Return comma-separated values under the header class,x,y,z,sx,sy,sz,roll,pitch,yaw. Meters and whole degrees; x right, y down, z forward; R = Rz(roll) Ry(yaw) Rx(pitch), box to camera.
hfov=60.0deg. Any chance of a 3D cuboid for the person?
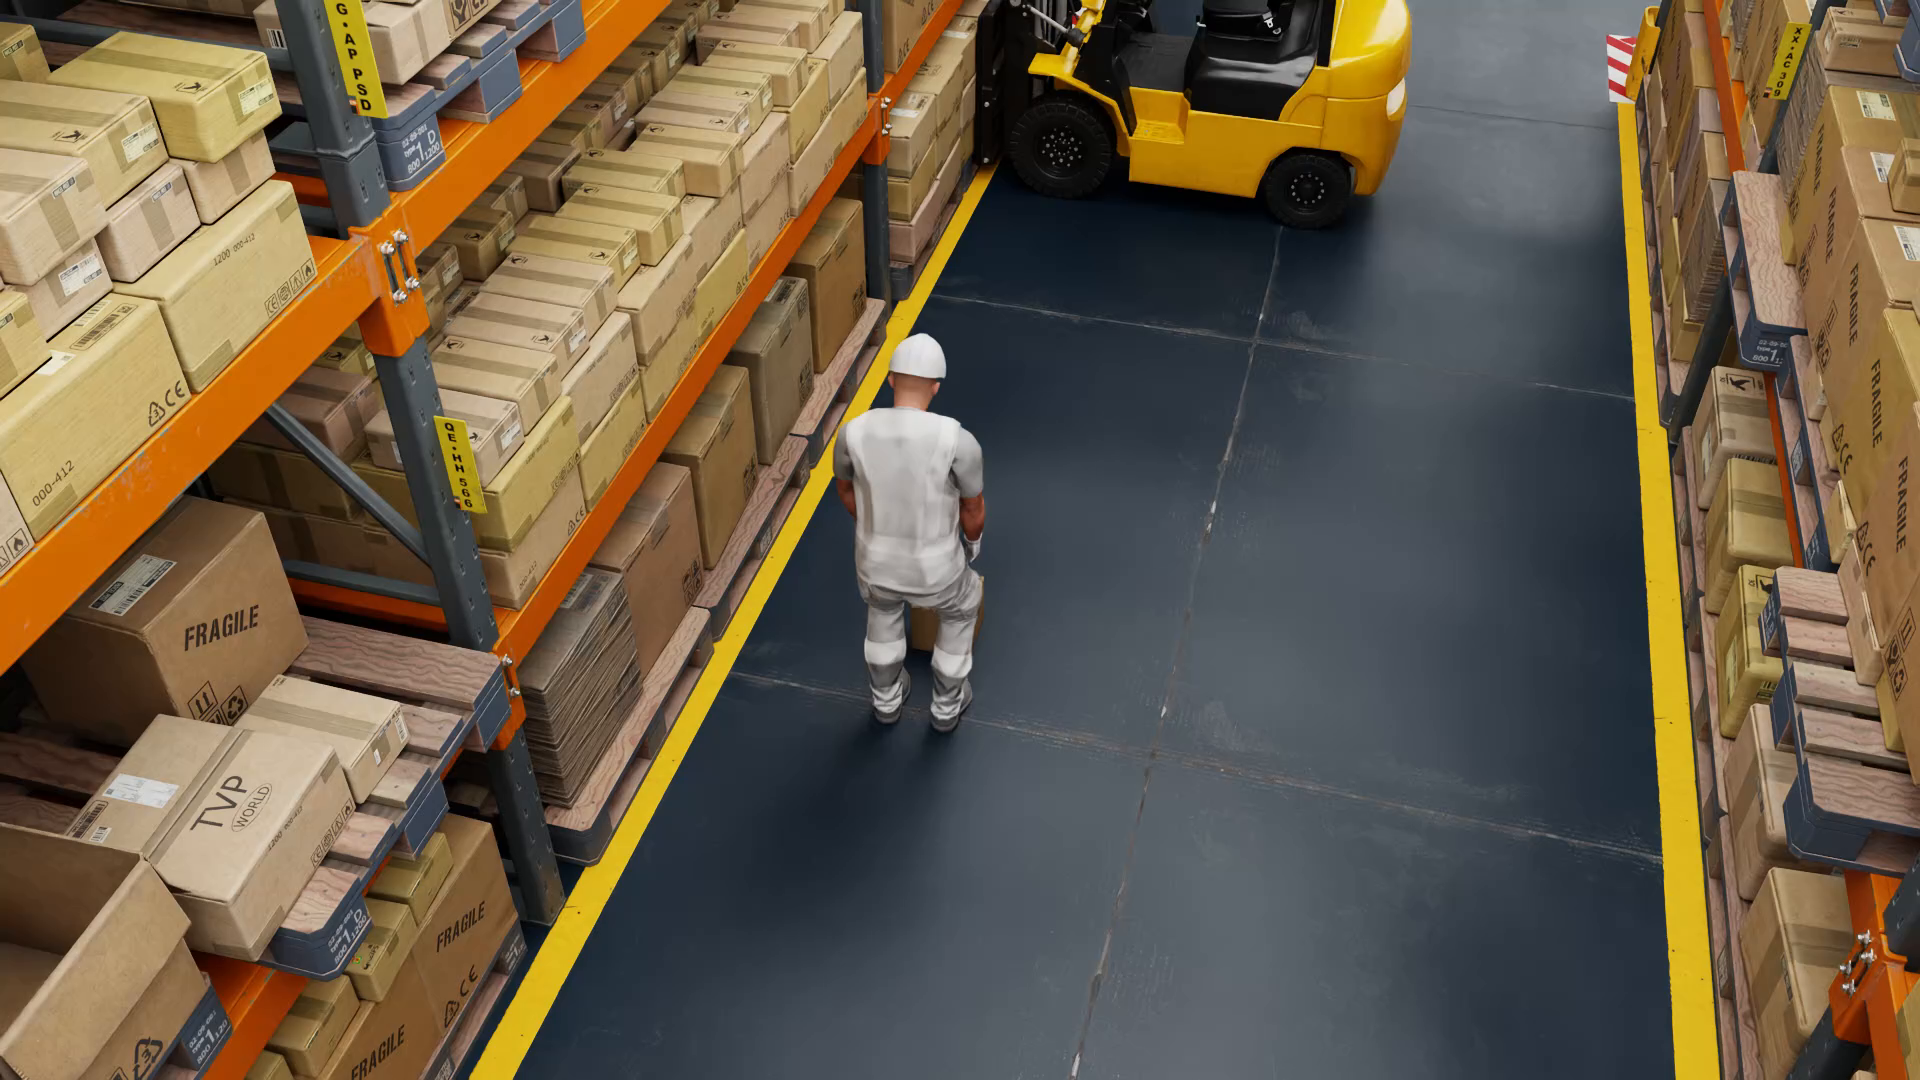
class,x,y,z,sx,sy,sz,roll,pitch,yaw
person,-0.184,0.017,6.215,0.560,1.665,0.558,11,42,12
